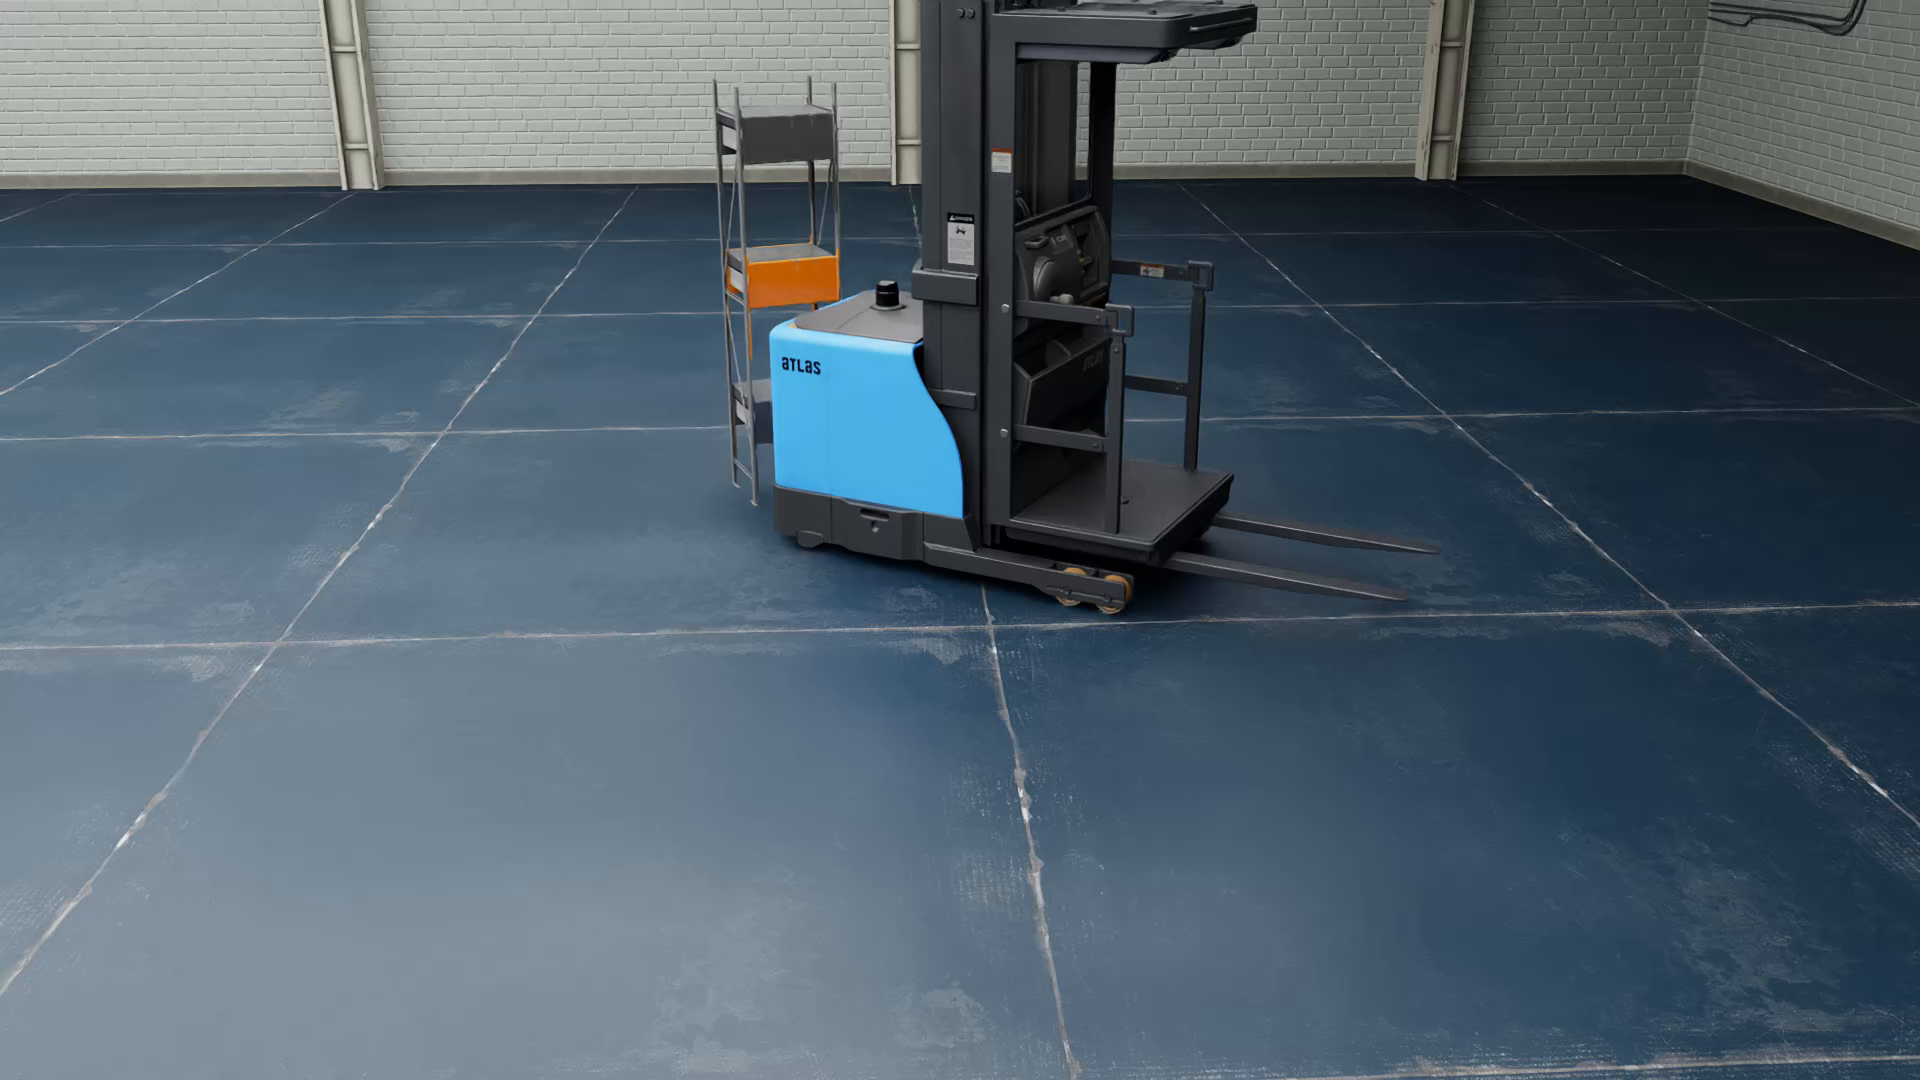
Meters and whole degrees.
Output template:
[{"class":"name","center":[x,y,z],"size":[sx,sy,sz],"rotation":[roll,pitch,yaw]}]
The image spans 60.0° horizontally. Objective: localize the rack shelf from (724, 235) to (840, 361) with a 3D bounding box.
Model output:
[{"class":"rack shelf","center":[-0.905,-1.238,8.459],"size":[0.480,0.518,0.431],"rotation":[-9,23,-22]}]

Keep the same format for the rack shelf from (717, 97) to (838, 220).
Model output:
[{"class":"rack shelf","center":[-0.905,-1.892,8.210],"size":[0.480,0.518,0.431],"rotation":[-9,23,-22]}]

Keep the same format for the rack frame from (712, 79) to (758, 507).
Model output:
[{"class":"rack frame","center":[-1.128,-1.215,8.361],"size":[0.015,2.100,0.400],"rotation":[-9,23,-22]}]

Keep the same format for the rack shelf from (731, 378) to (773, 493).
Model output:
[{"class":"rack shelf","center":[-0.905,-0.583,8.708],"size":[0.480,0.518,0.431],"rotation":[-9,23,-22]}]

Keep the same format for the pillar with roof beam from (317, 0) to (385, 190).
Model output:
[{"class":"pillar with roof beam","center":[-6.318,-6.559,12.702],"size":[0.400,9.000,9.100],"rotation":[-1,21,-3]}]

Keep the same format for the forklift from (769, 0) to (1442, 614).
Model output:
[{"class":"forklift","center":[0.646,-1.264,7.321],"size":[3.031,2.935,1.130],"rotation":[10,23,25]}]

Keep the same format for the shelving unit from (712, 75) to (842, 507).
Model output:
[{"class":"shelving unit","center":[-0.905,-1.250,8.454],"size":[0.503,2.100,0.431],"rotation":[-9,23,-22]}]

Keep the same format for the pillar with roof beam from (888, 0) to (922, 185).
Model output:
[{"class":"pillar with roof beam","center":[-0.328,-6.681,13.023],"size":[0.400,9.000,9.100],"rotation":[-1,21,-3]}]

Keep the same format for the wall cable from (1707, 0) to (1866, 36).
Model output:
[{"class":"wall cable","center":[8.433,-6.471,16.835],"size":[0.112,2.526,3.097],"rotation":[-1,21,-3]}]

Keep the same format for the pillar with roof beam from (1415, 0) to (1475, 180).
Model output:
[{"class":"pillar with roof beam","center":[5.662,-6.803,13.343],"size":[0.400,9.000,9.100],"rotation":[-1,21,-3]}]

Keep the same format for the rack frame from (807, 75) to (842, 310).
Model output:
[{"class":"rack frame","center":[-0.682,-1.286,8.546],"size":[0.015,2.100,0.400],"rotation":[-9,23,-22]}]
